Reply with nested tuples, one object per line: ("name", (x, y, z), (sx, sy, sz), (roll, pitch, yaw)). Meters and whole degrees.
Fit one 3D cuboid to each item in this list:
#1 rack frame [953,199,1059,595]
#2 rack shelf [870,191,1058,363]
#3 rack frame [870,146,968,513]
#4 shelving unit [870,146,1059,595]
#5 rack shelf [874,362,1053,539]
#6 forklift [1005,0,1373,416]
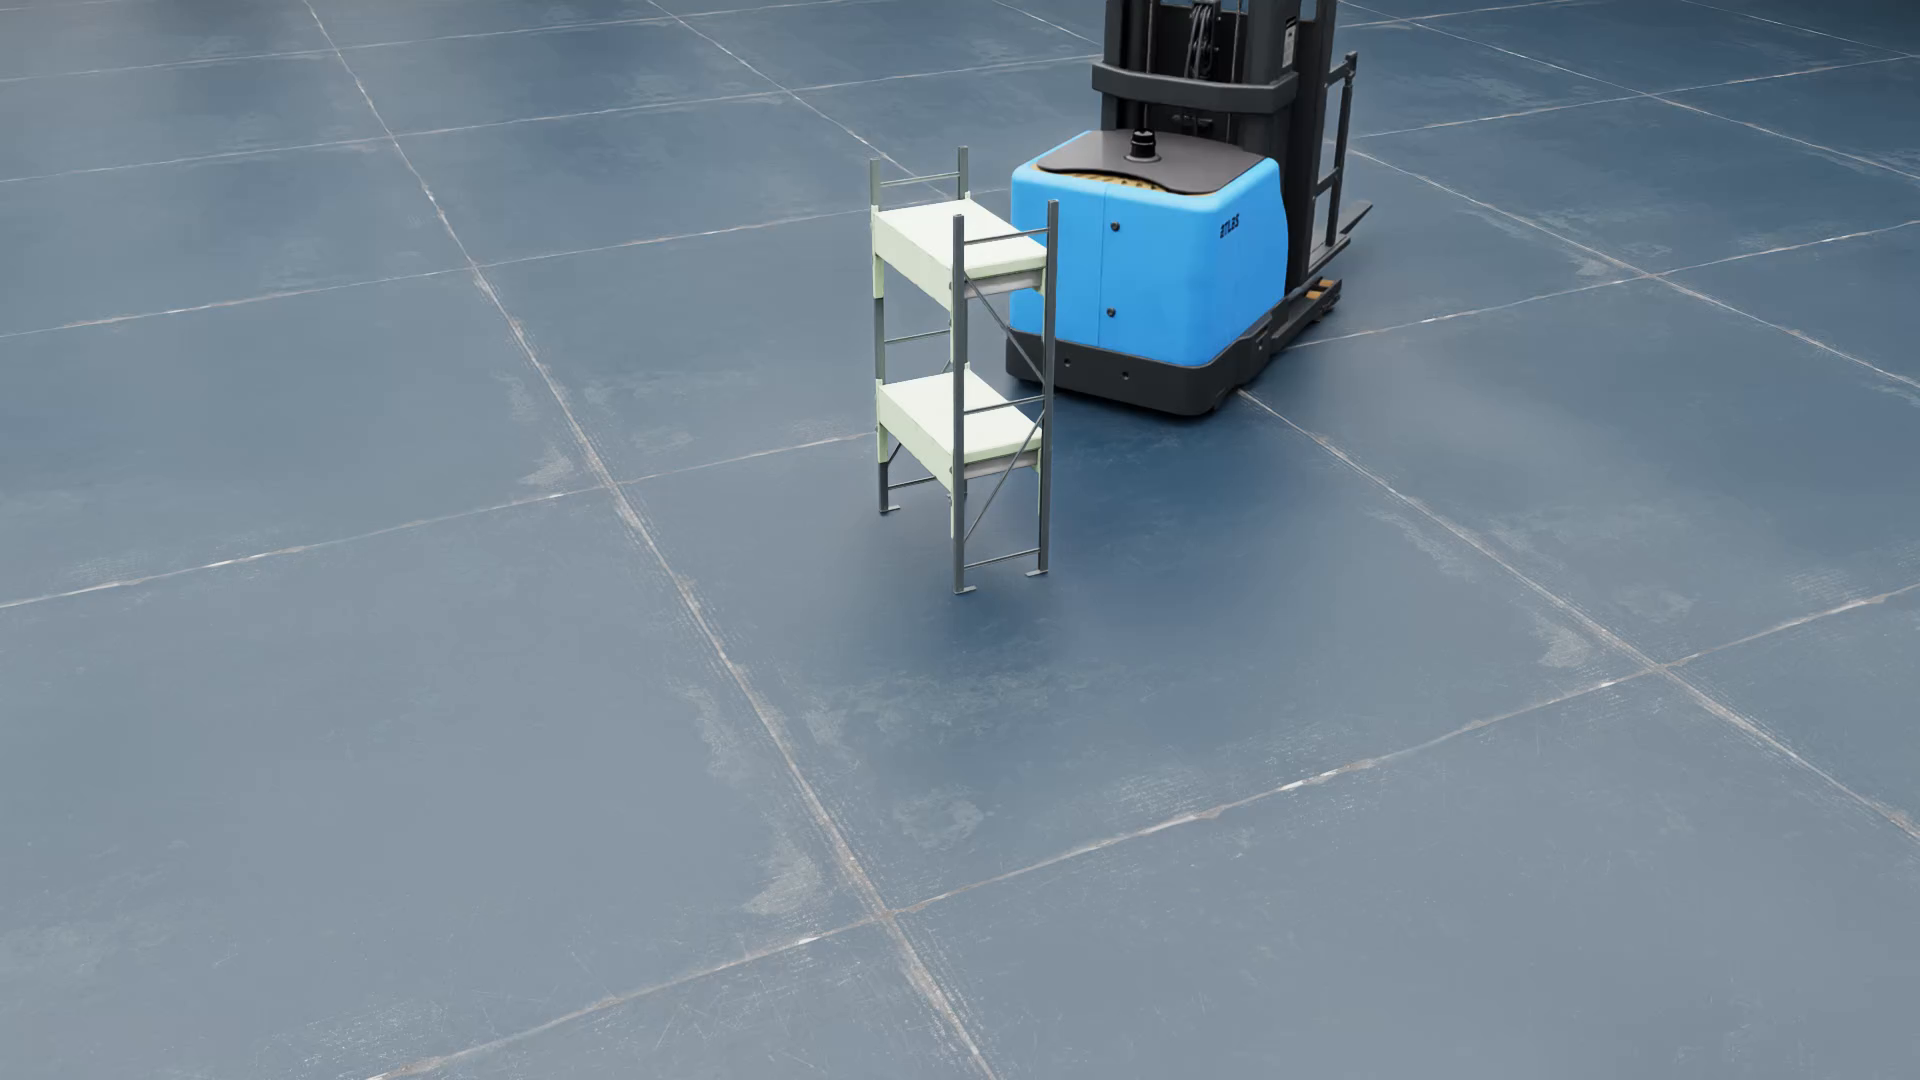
("rack frame", (0.160, -0.490, 6.090), (0.400, 1.500, 0.023), (-13, 32, -22))
("rack shelf", (0.003, -0.992, 6.187), (0.431, 0.370, 0.720), (-13, 32, -22))
("rack frame", (-0.154, -0.813, 6.666), (0.400, 1.500, 0.023), (-13, 32, -22))
("shelving unit", (0.003, -0.651, 6.378), (0.431, 1.500, 0.755), (-13, 32, -22))
("rack shelf", (0.003, -0.367, 6.537), (0.431, 0.370, 0.720), (-13, 32, -22))
("forklift", (1.397, -2.534, 8.272), (1.130, 2.935, 3.031), (16, 33, 26))
